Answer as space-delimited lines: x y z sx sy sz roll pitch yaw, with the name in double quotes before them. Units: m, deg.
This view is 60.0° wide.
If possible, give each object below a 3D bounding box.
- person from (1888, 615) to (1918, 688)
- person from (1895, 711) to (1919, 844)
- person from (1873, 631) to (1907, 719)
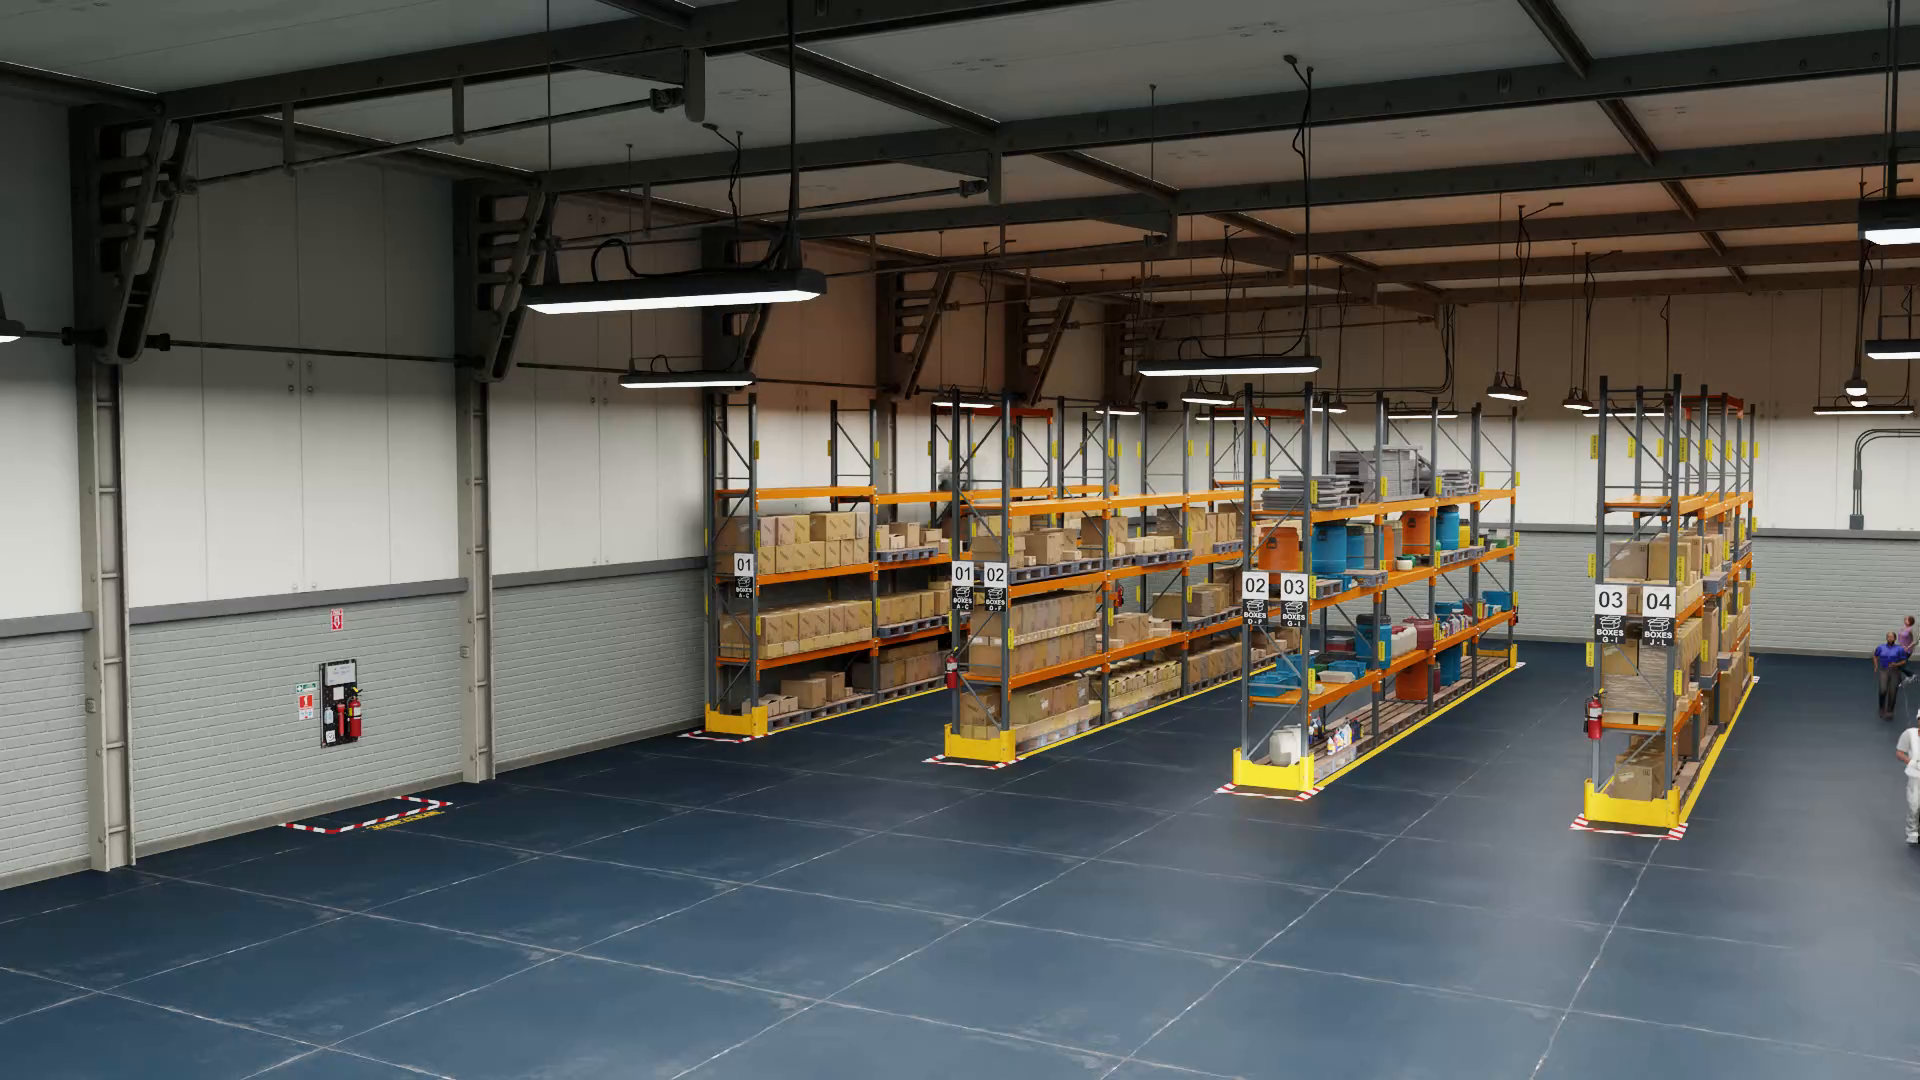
"person" 19.857 2.355 34.948 0.546 1.559 0.596 0 3 -6
"person" 12.111 3.001 20.820 0.713 1.806 0.699 1 3 23
"person" 17.239 2.512 30.846 0.551 1.636 0.642 2 4 30
